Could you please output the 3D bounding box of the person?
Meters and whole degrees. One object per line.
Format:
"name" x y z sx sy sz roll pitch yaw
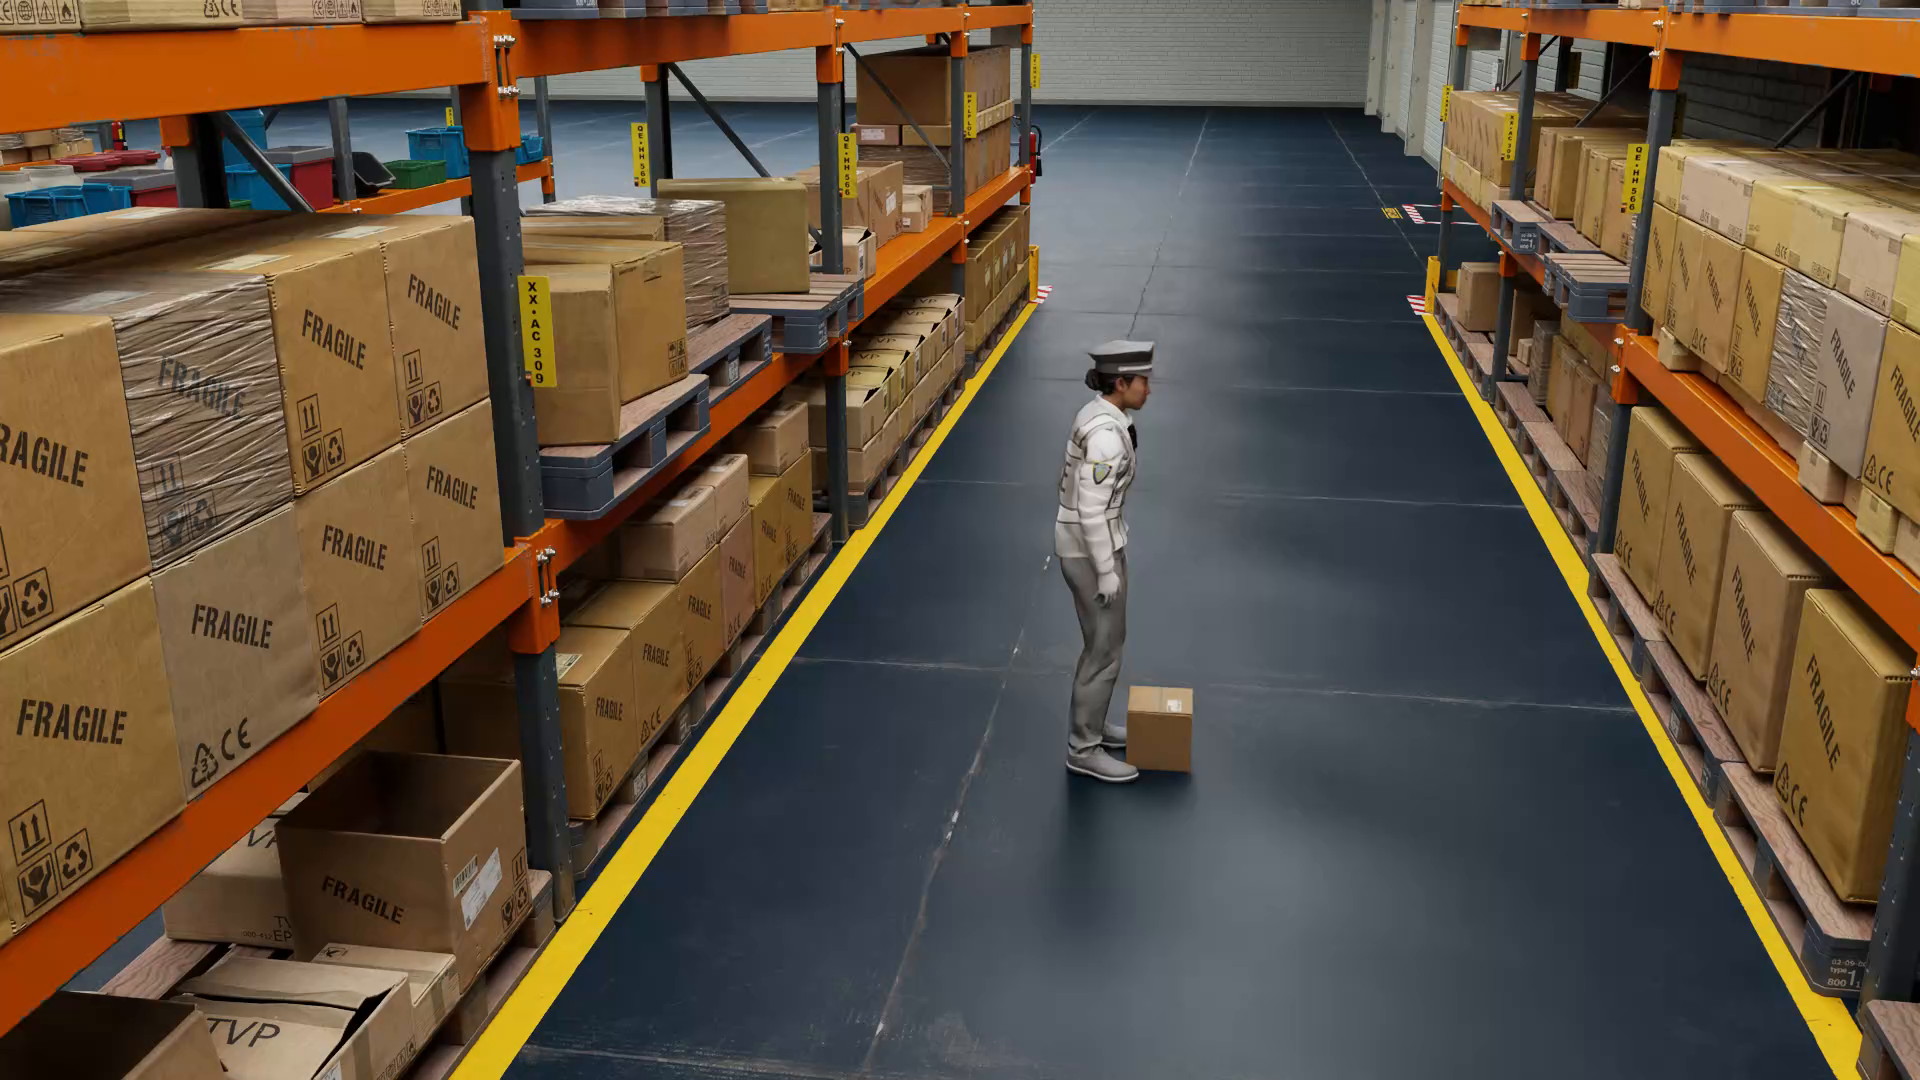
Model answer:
"person" 0.545 0.062 6.362 0.375 1.662 0.531 2 18 6
